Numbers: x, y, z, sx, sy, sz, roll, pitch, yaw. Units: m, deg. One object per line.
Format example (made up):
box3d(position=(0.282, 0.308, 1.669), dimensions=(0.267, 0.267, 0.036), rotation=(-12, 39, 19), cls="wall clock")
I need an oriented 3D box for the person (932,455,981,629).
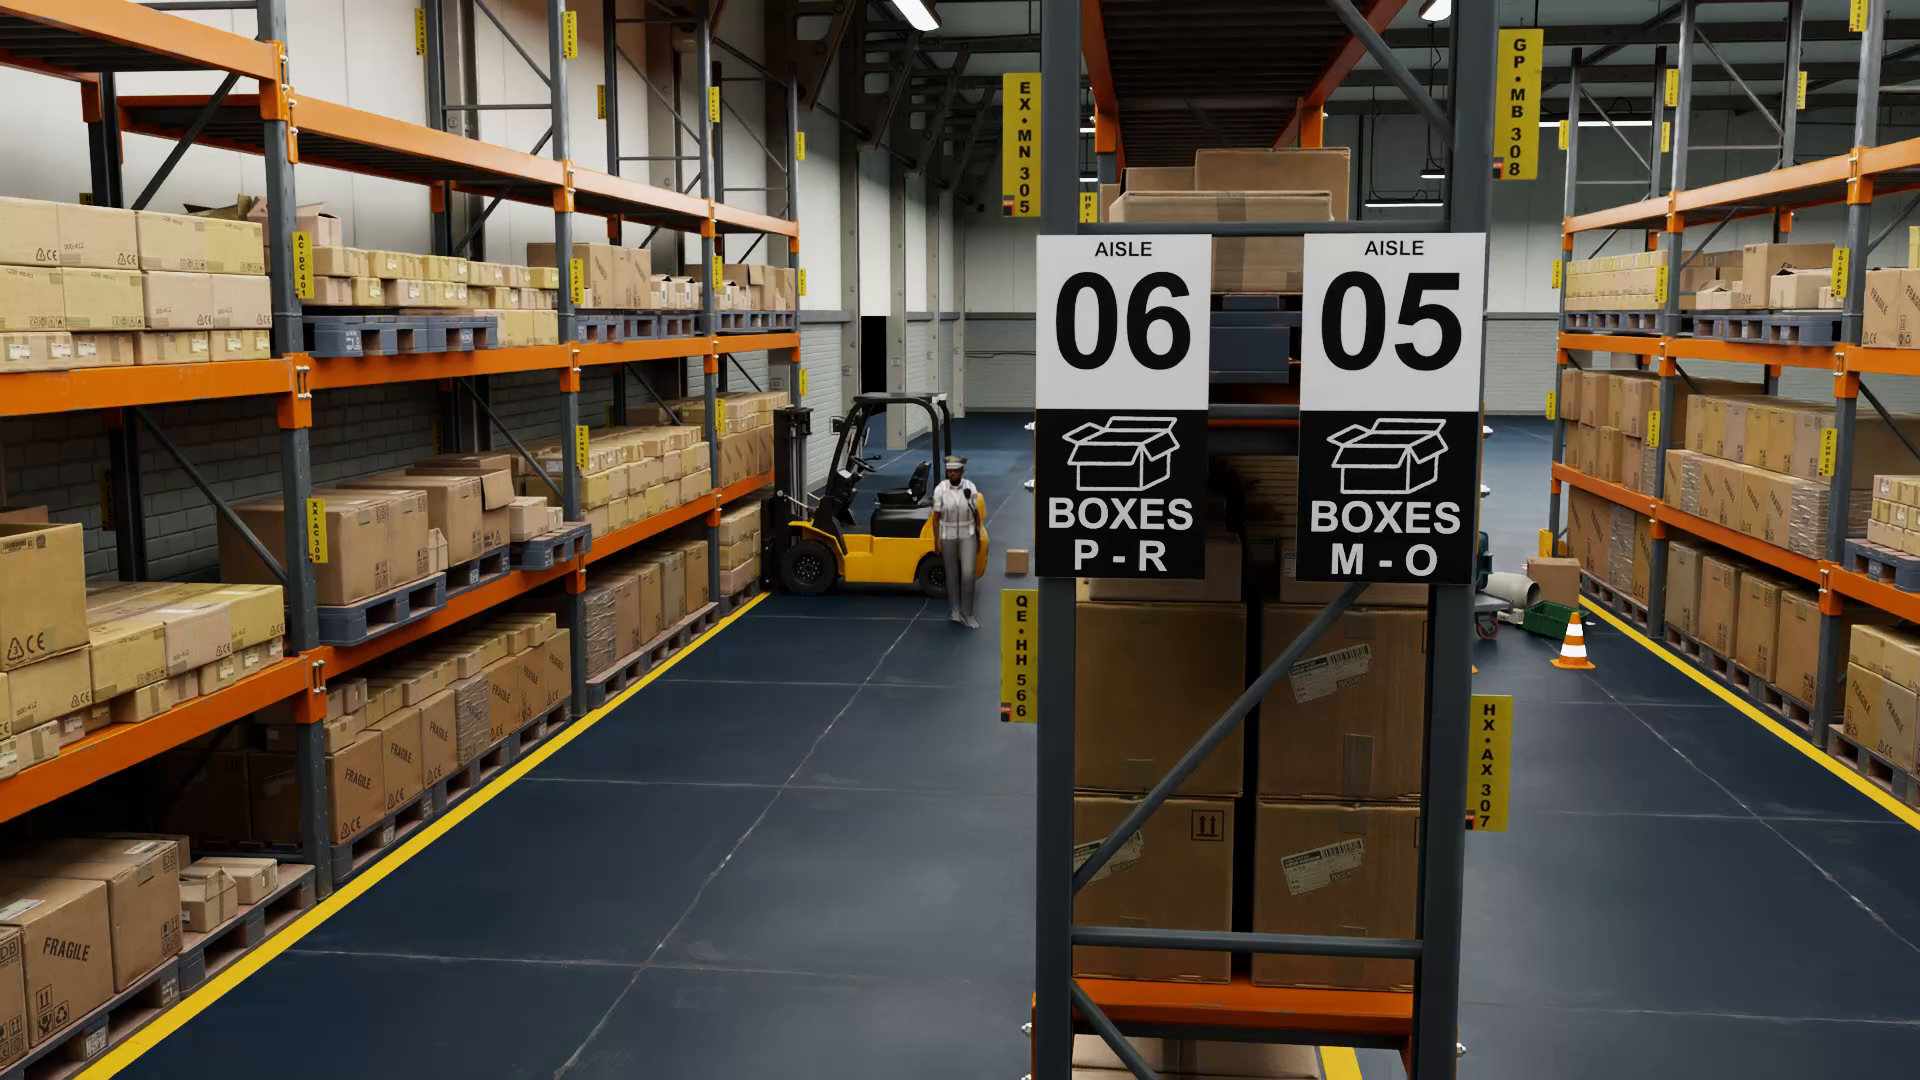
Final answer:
box3d(position=(-0.031, 0.016, 16.264), dimensions=(0.475, 1.728, 0.511), rotation=(0, 8, 1), cls="person")
